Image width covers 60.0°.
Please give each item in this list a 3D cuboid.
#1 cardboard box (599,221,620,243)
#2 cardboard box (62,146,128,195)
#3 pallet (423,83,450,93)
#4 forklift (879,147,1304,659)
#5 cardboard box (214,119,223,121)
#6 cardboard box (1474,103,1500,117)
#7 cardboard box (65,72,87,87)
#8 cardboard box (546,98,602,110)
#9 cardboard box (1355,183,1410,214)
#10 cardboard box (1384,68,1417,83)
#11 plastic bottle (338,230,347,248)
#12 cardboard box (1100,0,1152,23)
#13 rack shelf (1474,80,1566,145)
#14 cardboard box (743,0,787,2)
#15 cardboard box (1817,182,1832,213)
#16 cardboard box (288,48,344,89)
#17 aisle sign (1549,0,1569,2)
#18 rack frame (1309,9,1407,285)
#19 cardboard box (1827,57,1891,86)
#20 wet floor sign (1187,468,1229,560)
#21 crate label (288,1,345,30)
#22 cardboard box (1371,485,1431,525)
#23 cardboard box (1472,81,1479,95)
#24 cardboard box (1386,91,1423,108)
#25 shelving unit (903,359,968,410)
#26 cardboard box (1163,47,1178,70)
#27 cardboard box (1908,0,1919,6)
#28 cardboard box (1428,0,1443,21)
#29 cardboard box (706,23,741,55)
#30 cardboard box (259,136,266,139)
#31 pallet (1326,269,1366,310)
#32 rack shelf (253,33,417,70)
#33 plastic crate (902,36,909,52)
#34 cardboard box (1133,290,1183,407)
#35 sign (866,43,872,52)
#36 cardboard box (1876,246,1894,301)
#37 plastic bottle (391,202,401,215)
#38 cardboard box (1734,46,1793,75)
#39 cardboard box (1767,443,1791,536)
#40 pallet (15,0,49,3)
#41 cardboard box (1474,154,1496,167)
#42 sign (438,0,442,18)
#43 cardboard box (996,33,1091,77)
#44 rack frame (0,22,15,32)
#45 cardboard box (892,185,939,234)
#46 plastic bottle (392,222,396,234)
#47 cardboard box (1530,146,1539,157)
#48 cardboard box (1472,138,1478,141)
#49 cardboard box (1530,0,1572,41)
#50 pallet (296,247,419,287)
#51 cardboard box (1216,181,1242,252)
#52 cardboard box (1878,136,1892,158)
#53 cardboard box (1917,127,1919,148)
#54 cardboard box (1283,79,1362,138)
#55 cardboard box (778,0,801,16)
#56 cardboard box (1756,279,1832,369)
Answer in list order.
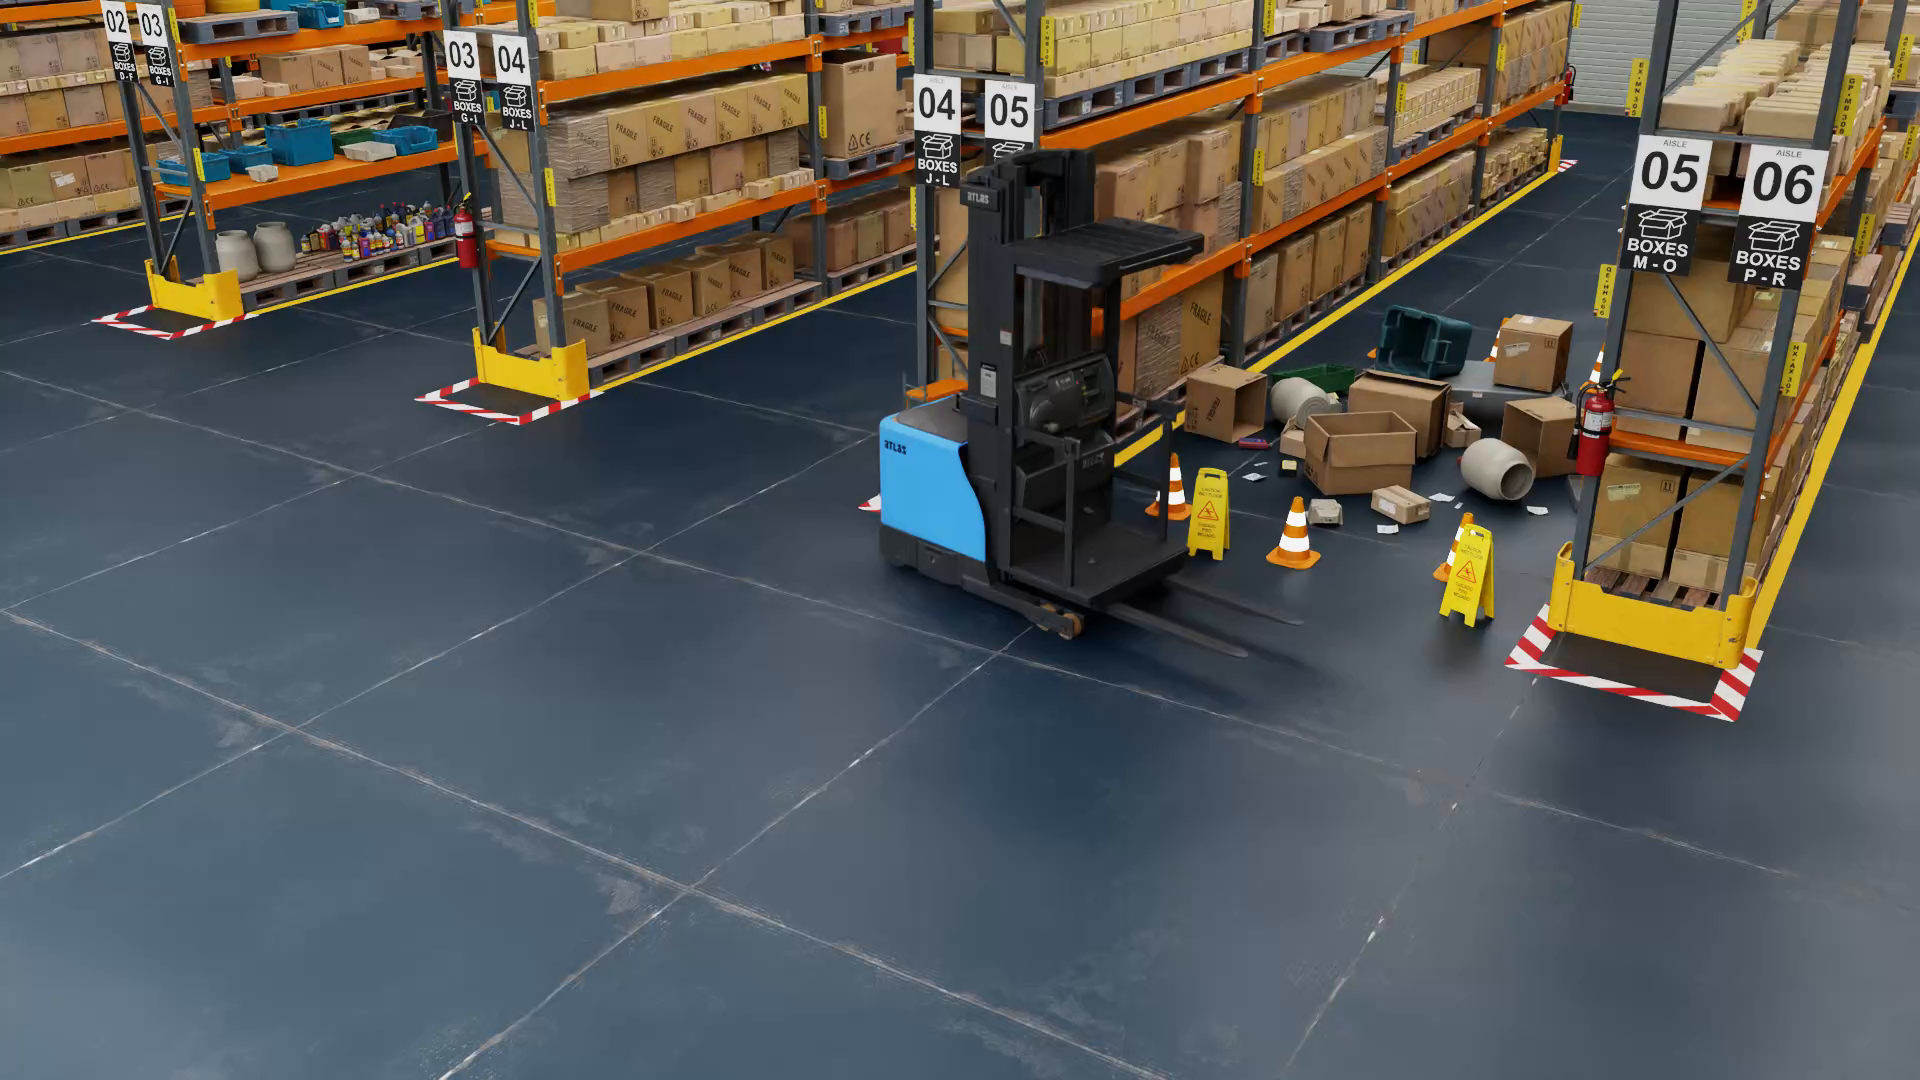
[{"bbox_3d":[-3.386,-2.882,15.448,0.380,0.149,0.250,14,27,29],"label":"cardboard box"},{"bbox_3d":[-11.180,-4.782,21.509,0.500,0.500,0.500,14,27,29],"label":"cardboard box"},{"bbox_3d":[-9.859,-8.914,32.576,1.003,0.211,1.213,14,27,29],"label":"pallet"},{"bbox_3d":[0.843,-0.937,10.724,3.031,2.935,1.130,21,31,39],"label":"forklift"},{"bbox_3d":[-12.772,-7.404,28.171,0.700,0.500,0.500,14,27,30],"label":"cardboard box"},{"bbox_3d":[6.886,-5.678,21.906,0.380,0.149,0.250,15,28,31],"label":"cardboard box"},{"bbox_3d":[-11.244,-5.816,20.967,0.380,0.149,0.250,14,27,29],"label":"cardboard box"},{"bbox_3d":[-3.693,-3.838,15.581,0.500,0.500,0.500,14,27,29],"label":"cardboard box"},{"bbox_3d":[4.918,-3.988,19.360,0.500,0.250,0.500,13,26,27],"label":"cardboard box"},{"bbox_3d":[5.581,-5.899,21.139,0.380,0.149,0.250,14,27,29],"label":"cardboard box"},{"bbox_3d":[-7.298,-3.563,19.674,0.097,0.201,0.097,0,23,0],"label":"plastic bottle"},{"bbox_3d":[1.247,-4.056,12.727,0.380,0.149,0.250,13,27,28],"label":"cardboard box"},{"bbox_3d":[7.514,-6.111,23.496,1.077,0.370,4.000,14,27,29],"label":"rack shelf"},{"bbox_3d":[-1.943,-5.722,16.788,0.500,0.500,0.500,13,27,27],"label":"cardboard box"},{"bbox_3d":[4.838,-2.018,9.676,0.380,0.149,0.250,14,27,29],"label":"cardboard box"},{"bbox_3d":[-9.375,-6.865,24.207,0.500,0.500,0.500,14,27,29],"label":"cardboard box"},{"bbox_3d":[8.862,-8.271,24.307,0.394,0.787,0.004,14,27,29],"label":"aisle sign"},{"bbox_3d":[4.349,-4.416,18.675,1.000,3.000,0.127,14,27,29],"label":"rack frame"},{"bbox_3d":[6.205,-3.249,11.517,0.380,0.149,0.250,15,27,30],"label":"cardboard box"},{"bbox_3d":[1.796,-0.211,11.925,0.267,0.644,0.232,9,25,20],"label":"wet floor sign"},{"bbox_3d":[-6.972,-5.698,18.048,0.502,0.251,0.408,14,27,29],"label":"crate label"},{"bbox_3d":[3.362,-0.270,12.686,0.250,0.149,0.380,-12,26,-26],"label":"cardboard box"},{"bbox_3d":[6.416,-5.804,21.295,0.380,0.149,0.250,15,27,31],"label":"cardboard box"},{"bbox_3d":[5.170,-5.144,19.396,0.380,0.149,0.250,13,26,27],"label":"cardboard box"},{"bbox_3d":[-0.142,-0.691,12.328,0.503,1.200,0.258,-21,30,-40],"label":"shelving unit"},{"bbox_3d":[1.514,-3.861,13.278,0.380,0.149,0.250,14,27,29],"label":"cardboard box"},{"bbox_3d":[9.847,-5.555,17.296,0.380,0.166,0.250,17,28,33],"label":"cardboard box"},{"bbox_3d":[5.134,-6.146,18.769,0.500,0.500,0.500,14,27,29],"label":"cardboard box"},{"bbox_3d":[-2.489,-4.891,16.186,0.500,0.250,0.500,14,27,29],"label":"cardboard box"},{"bbox_3d":[-9.638,-5.660,23.775,0.500,0.311,0.500,14,27,28],"label":"cardboard box"},{"bbox_3d":[3.869,-2.886,18.651,1.003,0.211,1.213,14,27,29],"label":"pallet"},{"bbox_3d":[-11.381,-8.948,30.050,1.077,0.370,4.000,14,27,29],"label":"rack shelf"},{"bbox_3d":[-0.948,-8.327,27.784,0.437,0.282,0.530,14,27,29],"label":"plastic crate"},{"bbox_3d":[1.375,-1.781,14.734,0.875,0.875,0.875,14,27,29],"label":"cardboard box"},{"bbox_3d":[-1.443,-7.889,26.348,0.100,0.325,0.005,14,27,29],"label":"sign"},{"bbox_3d":[9.516,-3.146,17.888,0.875,0.875,0.875,14,27,30],"label":"cardboard box"},{"bbox_3d":[-6.908,-3.978,20.444,0.144,0.351,0.185,15,27,30],"label":"plastic bottle"},{"bbox_3d":[5.795,-3.471,12.029,0.380,0.149,0.250,13,27,27],"label":"cardboard box"},{"bbox_3d":[5.332,-0.388,11.358,0.500,0.500,0.500,13,26,27],"label":"cardboard box"},{"bbox_3d":[-11.408,-6.849,20.631,1.003,0.211,1.213,14,27,29],"label":"pallet"},{"bbox_3d":[7.104,-5.173,22.734,0.380,0.149,0.250,13,27,28],"label":"cardboard box"},{"bbox_3d":[-4.493,-4.695,14.430,0.100,0.325,0.005,14,27,29],"label":"sign"},{"bbox_3d":[0.601,-3.508,11.961,0.500,0.250,0.500,14,27,29],"label":"cardboard box"},{"bbox_3d":[-14.546,-7.254,25.230,1.000,3.000,0.127,14,27,29],"label":"rack frame"},{"bbox_3d":[-0.430,-4.124,20.593,0.700,0.500,0.500,11,26,25],"label":"cardboard box"},{"bbox_3d":[-6.676,-3.649,19.769,0.061,0.283,0.133,14,27,29],"label":"plastic bottle"},{"bbox_3d":[8.260,-5.723,24.380,0.380,0.149,0.250,13,26,27],"label":"cardboard box"},{"bbox_3d":[7.326,-5.720,23.997,0.380,0.149,0.250,14,27,30],"label":"cardboard box"},{"bbox_3d":[8.538,-7.551,24.157,0.500,0.500,0.500,13,27,28],"label":"cardboard box"},{"bbox_3d":[-7.162,-3.266,19.530,1.003,0.211,1.213,14,27,29],"label":"pallet"},{"bbox_3d":[2.054,-3.008,15.233,0.875,0.550,0.550,14,27,29],"label":"cardboard box"},{"bbox_3d":[7.984,-3.474,14.654,0.380,0.149,0.250,12,26,26],"label":"cardboard box"},{"bbox_3d":[10.166,-4.377,18.145,0.500,0.250,0.500,15,27,30],"label":"cardboard box"},{"bbox_3d":[3.838,-4.600,17.716,0.700,0.500,0.500,13,27,28],"label":"cardboard box"},{"bbox_3d":[-1.848,-5.460,16.998,0.380,0.149,0.250,15,27,31],"label":"cardboard box"},{"bbox_3d":[5.672,-1.518,11.480,0.500,0.500,0.500,13,27,28],"label":"cardboard box"}]
